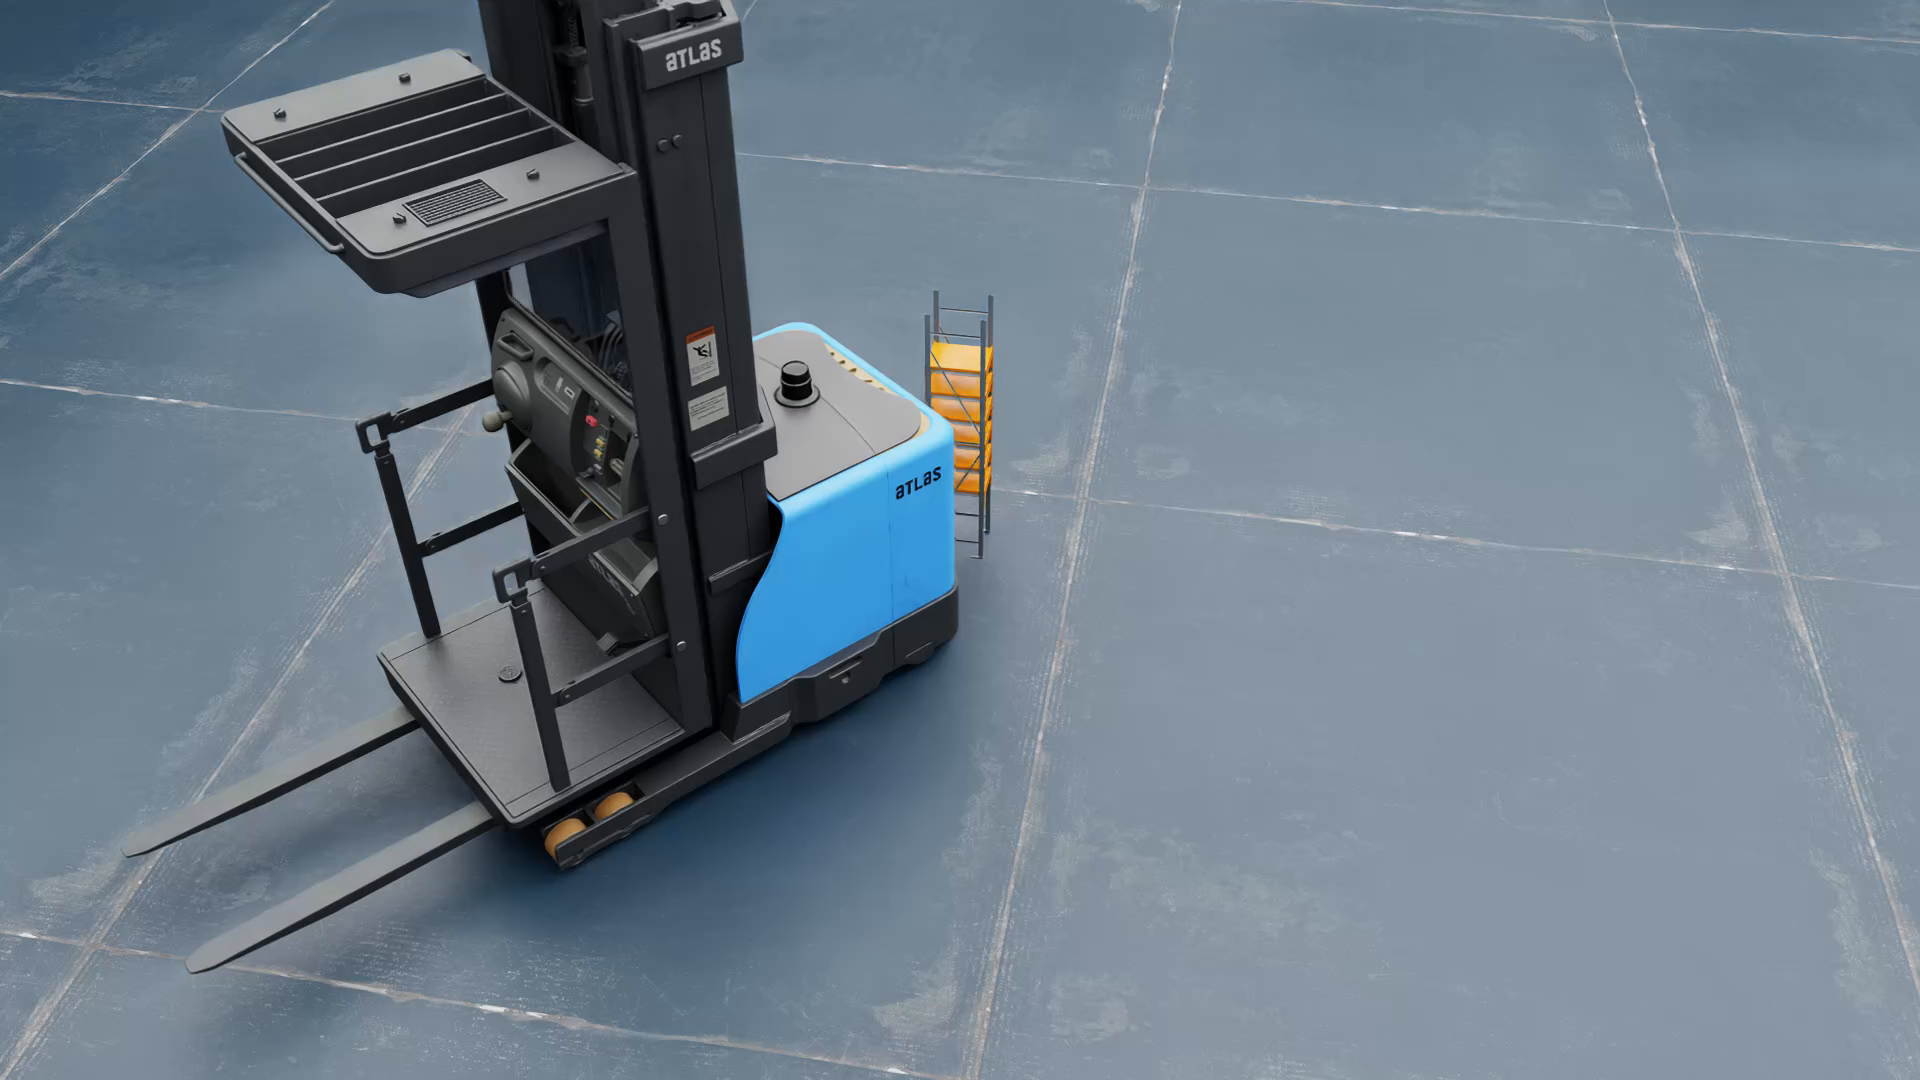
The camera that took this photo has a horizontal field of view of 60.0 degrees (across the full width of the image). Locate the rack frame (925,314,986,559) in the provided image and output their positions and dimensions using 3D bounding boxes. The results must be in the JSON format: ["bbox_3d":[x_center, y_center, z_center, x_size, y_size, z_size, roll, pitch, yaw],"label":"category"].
[{"bbox_3d":[-0.018,-0.396,6.787,0.240,1.200,0.006,6,40,8],"label":"rack frame"}]

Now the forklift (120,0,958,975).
[{"bbox_3d":[-1.468,-0.364,5.390,3.031,2.935,1.130,-28,47,-29],"label":"forklift"}]

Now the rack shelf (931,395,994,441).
[{"bbox_3d":[-0.002,-0.512,6.809,0.258,0.103,0.180,6,40,8],"label":"rack shelf"}]

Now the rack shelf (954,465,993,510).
[{"bbox_3d":[-0.003,-0.234,7.038,0.258,0.103,0.180,6,40,8],"label":"rack shelf"}]

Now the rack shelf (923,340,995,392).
[{"bbox_3d":[-0.002,-0.697,6.656,0.258,0.103,0.180,6,40,8],"label":"rack shelf"}]

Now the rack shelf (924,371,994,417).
[{"bbox_3d":[-0.002,-0.604,6.732,0.258,0.103,0.180,6,40,8],"label":"rack shelf"}]

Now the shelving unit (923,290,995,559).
[{"bbox_3d":[-0.002,-0.453,6.857,0.258,1.200,0.189,6,40,8],"label":"shelving unit"}]

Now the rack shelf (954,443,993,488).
[{"bbox_3d":[-0.003,-0.327,6.961,0.258,0.103,0.180,6,40,8],"label":"rack shelf"}]

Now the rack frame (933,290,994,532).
[{"bbox_3d":[0.013,-0.511,6.926,0.240,1.200,0.006,6,40,8],"label":"rack frame"}]

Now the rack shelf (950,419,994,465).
[{"bbox_3d":[-0.002,-0.419,6.885,0.258,0.103,0.180,6,40,8],"label":"rack shelf"}]
